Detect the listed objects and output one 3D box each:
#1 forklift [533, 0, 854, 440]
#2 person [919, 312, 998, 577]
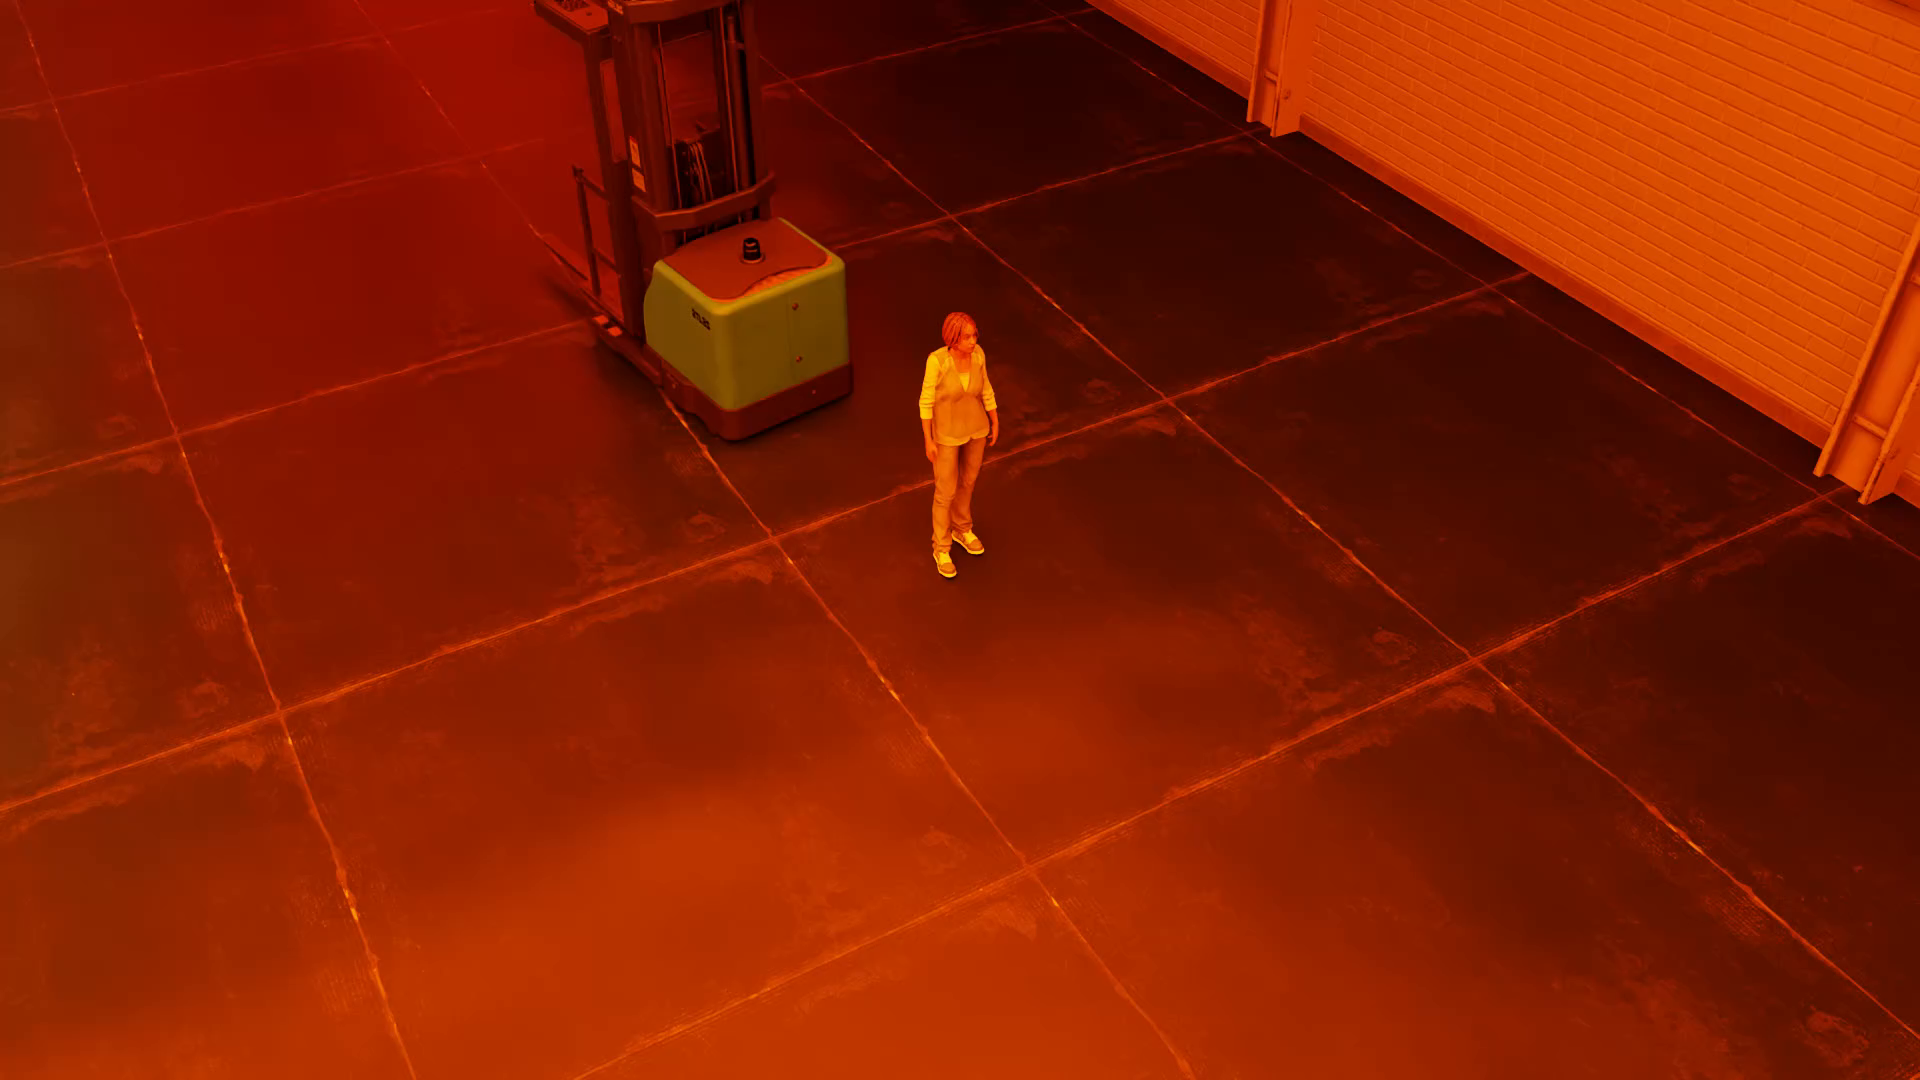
[{"bbox_3d":[-2.038,-2.672,11.257,1.130,2.935,3.031,-27,47,-28],"label":"forklift"},{"bbox_3d":[0.025,-0.575,9.762,0.520,1.599,0.473,-20,44,-23],"label":"person"}]
